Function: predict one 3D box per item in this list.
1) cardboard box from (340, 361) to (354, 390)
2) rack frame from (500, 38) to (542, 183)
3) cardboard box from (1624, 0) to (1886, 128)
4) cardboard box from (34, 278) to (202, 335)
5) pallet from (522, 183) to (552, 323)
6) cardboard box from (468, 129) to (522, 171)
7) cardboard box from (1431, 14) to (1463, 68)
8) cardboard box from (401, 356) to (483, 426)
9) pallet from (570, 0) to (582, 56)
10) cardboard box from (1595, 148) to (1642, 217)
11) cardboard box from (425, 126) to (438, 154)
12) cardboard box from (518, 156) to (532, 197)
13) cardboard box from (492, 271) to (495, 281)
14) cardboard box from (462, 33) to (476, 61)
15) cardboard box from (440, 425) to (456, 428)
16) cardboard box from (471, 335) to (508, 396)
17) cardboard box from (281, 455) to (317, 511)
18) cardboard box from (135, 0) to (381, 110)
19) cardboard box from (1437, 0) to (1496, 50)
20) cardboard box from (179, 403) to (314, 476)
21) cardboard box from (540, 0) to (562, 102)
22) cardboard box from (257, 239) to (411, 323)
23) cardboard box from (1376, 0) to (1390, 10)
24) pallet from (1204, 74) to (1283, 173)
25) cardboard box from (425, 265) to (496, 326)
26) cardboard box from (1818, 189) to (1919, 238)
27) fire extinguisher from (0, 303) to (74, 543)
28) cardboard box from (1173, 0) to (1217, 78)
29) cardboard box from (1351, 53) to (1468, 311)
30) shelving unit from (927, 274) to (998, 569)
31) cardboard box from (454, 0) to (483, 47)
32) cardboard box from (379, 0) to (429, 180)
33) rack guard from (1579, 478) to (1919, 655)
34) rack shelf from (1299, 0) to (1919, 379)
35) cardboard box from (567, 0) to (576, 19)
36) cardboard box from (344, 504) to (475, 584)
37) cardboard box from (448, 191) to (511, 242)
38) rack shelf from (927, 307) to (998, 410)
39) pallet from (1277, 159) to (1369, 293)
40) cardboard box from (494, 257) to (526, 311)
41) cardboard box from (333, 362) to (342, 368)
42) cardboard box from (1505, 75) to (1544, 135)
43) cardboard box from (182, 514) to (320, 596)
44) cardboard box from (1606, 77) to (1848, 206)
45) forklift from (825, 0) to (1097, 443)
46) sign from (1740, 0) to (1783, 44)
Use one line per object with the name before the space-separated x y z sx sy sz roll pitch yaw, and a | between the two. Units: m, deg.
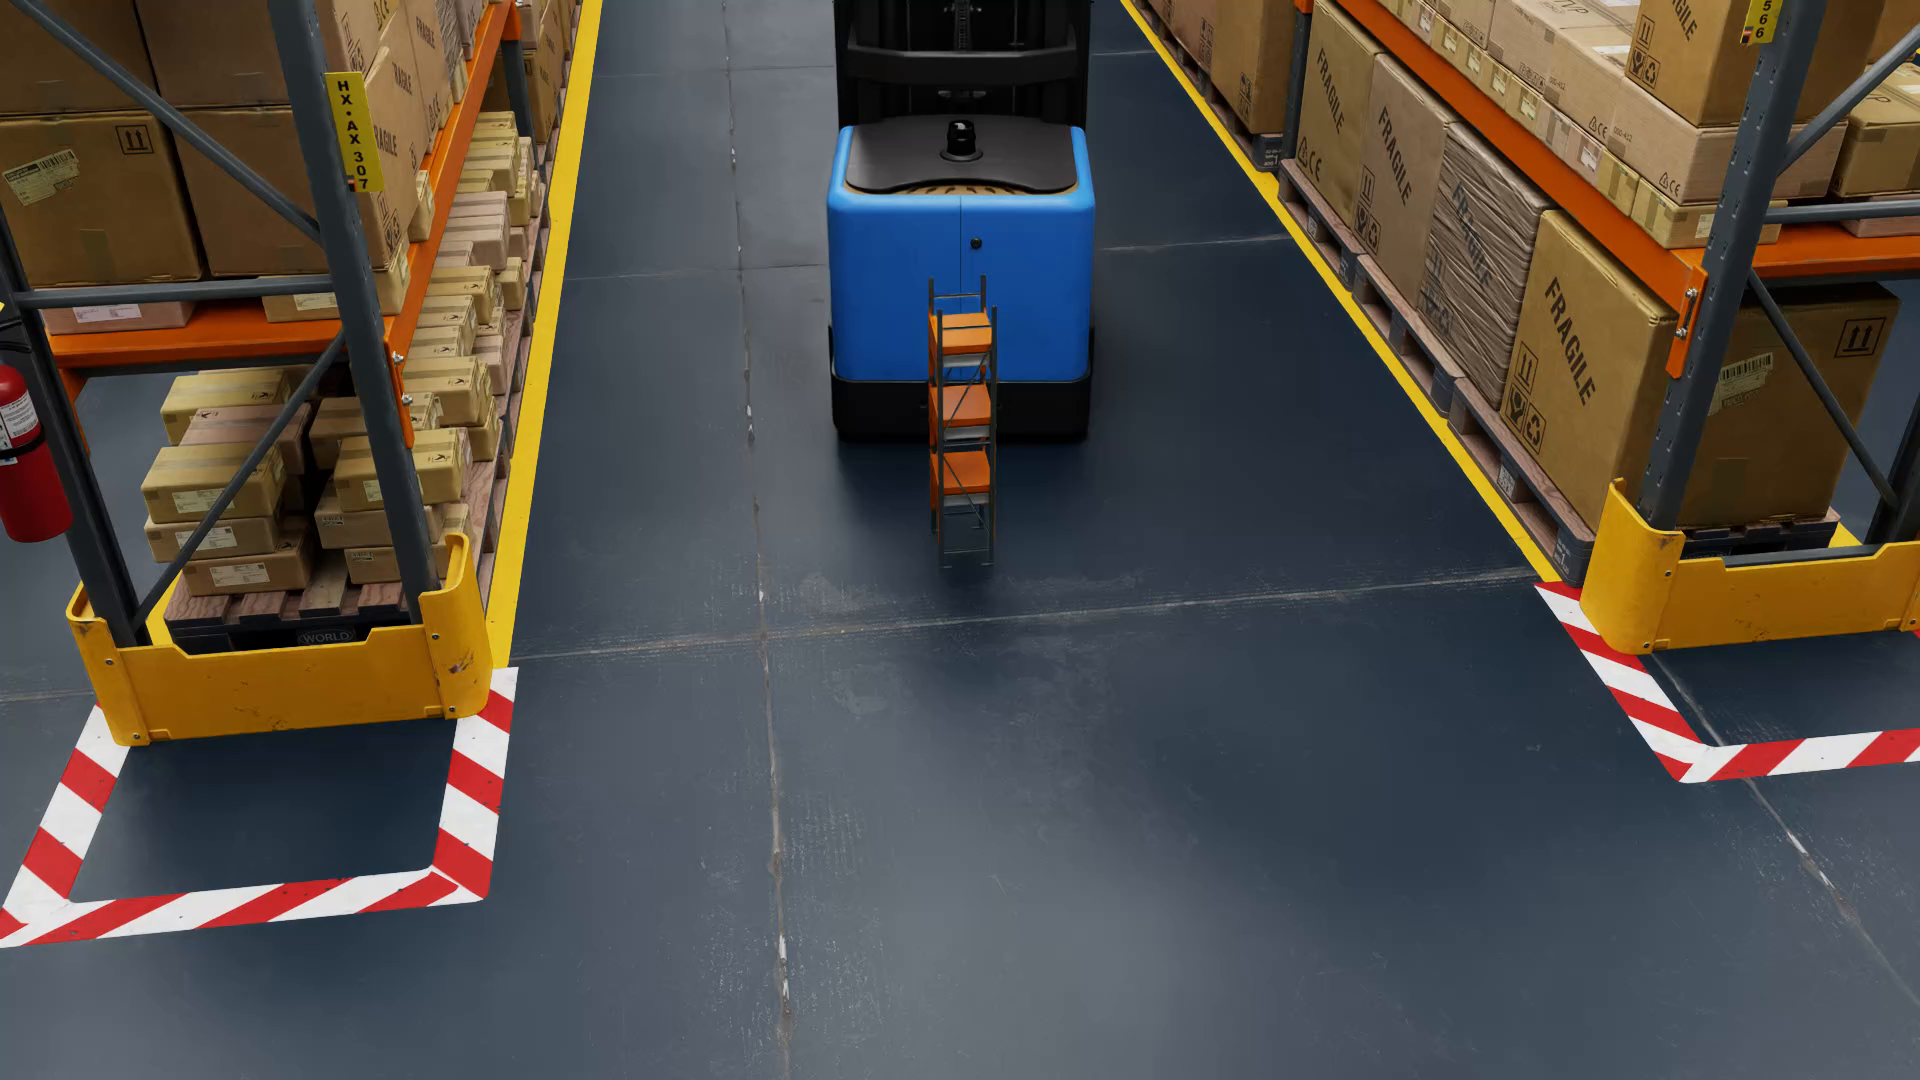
cardboard box | -2.660 -0.668 6.725 0.380 0.149 0.250 -4 34 -5
rack frame | -2.676 -2.908 7.854 1.000 3.000 0.127 -4 35 -6
cardboard box | 2.464 -1.618 5.164 0.500 0.500 0.500 -4 34 -6
cardboard box | -2.462 -0.733 4.885 0.380 0.149 0.250 -4 35 -6
pallet | -2.551 -1.384 8.093 1.003 0.211 1.213 -4 35 -6
cardboard box | -2.297 -1.831 7.903 0.380 0.149 0.250 -4 34 -6
cardboard box | 2.174 -2.063 6.837 0.380 0.149 0.250 -5 35 -8
cardboard box | -1.935 -0.530 5.995 0.380 0.149 0.250 -4 35 -7
pallet | -3.110 -3.552 11.274 1.003 0.211 1.213 -4 35 -6
cardboard box | 2.380 -1.210 5.585 0.380 0.149 0.250 -4 34 -6
cardboard box | -2.103 -1.498 6.008 0.380 0.149 0.250 -5 35 -7
cardboard box | -2.270 -1.725 8.012 0.380 0.149 0.250 -6 35 -9
cardboard box | -2.210 -1.137 7.150 0.380 0.149 0.250 -6 35 -9
cardboard box | -2.210 -2.078 6.859 0.380 0.149 0.250 -6 35 -8
cardboard box | -2.056 -0.393 6.058 0.380 0.149 0.250 -4 34 -6
cardboard box | -2.050 -0.698 6.769 0.380 0.149 0.250 -6 35 -9
cardboard box | -2.474 -0.217 5.799 0.380 0.149 0.250 -5 35 -7
cardboard box | -1.936 -1.524 4.582 0.500 0.500 0.500 -5 35 -7
cardboard box | 2.252 -2.164 6.631 0.500 0.250 0.500 -4 35 -6
cardboard box | -2.437 -0.338 5.713 0.380 0.149 0.250 -4 34 -5
cardboard box | -2.586 -2.776 9.507 0.500 0.500 0.500 -3 34 -4
cardboard box | -1.857 -0.778 4.951 0.380 0.149 0.250 -5 35 -7
cardboard box | 2.071 -2.493 7.468 0.380 0.149 0.250 -5 35 -8
pallet | 2.074 -2.500 9.731 1.003 0.211 1.213 -4 35 -6
cardboard box | -2.069 -0.968 6.637 0.380 0.149 0.250 -4 34 -6
cardboard box | 3.070 -1.114 5.445 0.380 0.149 0.250 -4 34 -6
fire extinguisher | -2.562 -0.314 4.447 0.296 0.674 0.183 -4 35 -6
cardboard box | 2.025 -3.377 10.056 1.225 0.875 0.875 -6 35 -8
cardboard box | 2.383 -1.646 7.516 0.875 0.875 0.875 -4 35 -6
shelving unit | 0.007 -0.404 5.911 0.215 1.050 0.252 -4 35 -6
cardboard box | -2.197 -2.256 6.544 0.500 0.500 0.500 -5 35 -7
cardboard box | -2.022 -1.408 5.300 0.500 0.500 0.500 -4 35 -6
rack guard | 2.794 0.051 5.731 1.175 0.500 0.348 -4 35 -6
rack shelf | 2.521 -1.814 6.887 1.077 0.370 4.000 -4 35 -6
cardboard box | -2.800 -3.643 10.779 0.500 0.500 0.500 -3 34 -4
cardboard box | -1.891 0.012 5.727 0.380 0.149 0.250 -4 34 -5
cardboard box | -2.171 -1.398 7.268 0.380 0.149 0.250 -6 35 -9
rack shelf | 0.007 -0.630 5.757 0.215 0.259 0.240 -4 35 -6
pallet | 2.277 -1.645 8.476 1.003 0.211 1.213 -4 35 -6
cardboard box | -2.147 -1.133 7.407 0.380 0.149 0.250 -4 35 -6
cardboard box | -2.662 -0.789 6.639 0.380 0.149 0.250 -3 34 -4
cardboard box | 2.277 -1.635 6.209 0.380 0.149 0.250 -5 35 -7
cardboard box | -2.416 0.051 5.671 0.380 0.149 0.250 -4 34 -6
cardboard box | 2.462 -1.306 5.372 0.500 0.250 0.500 -5 35 -7
forklift | 0.011 -2.397 7.164 1.130 2.935 3.031 0 34 0
sign | 2.251 -1.538 4.605 0.100 0.325 0.005 -4 35 -6
